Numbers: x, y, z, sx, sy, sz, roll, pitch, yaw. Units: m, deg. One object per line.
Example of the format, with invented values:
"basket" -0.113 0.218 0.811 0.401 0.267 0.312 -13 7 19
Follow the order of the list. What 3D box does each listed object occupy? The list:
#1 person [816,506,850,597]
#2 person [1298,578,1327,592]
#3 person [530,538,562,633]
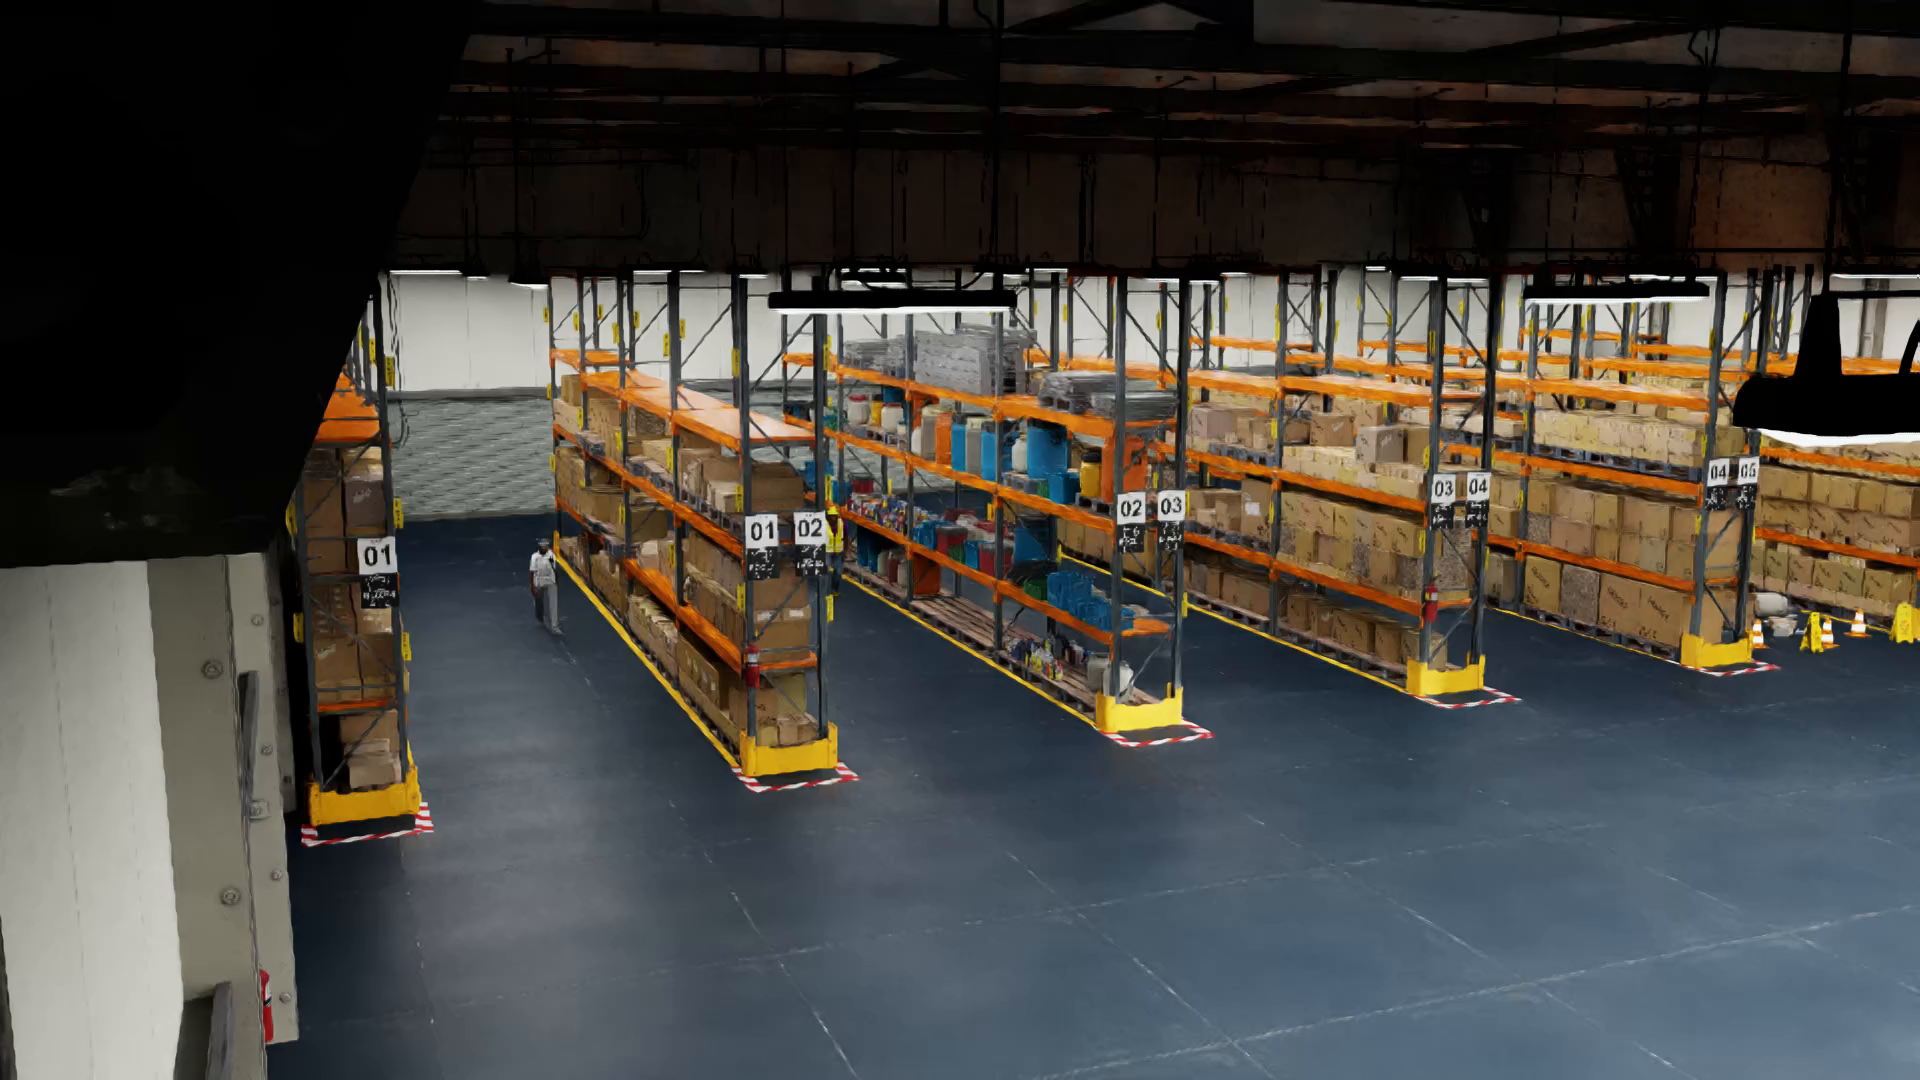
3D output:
"person" -2.361 0.216 30.514 0.719 1.714 0.578 -4 11 -23
"person" 6.652 0.141 31.103 0.500 1.625 0.989 -4 11 -23
"person" -6.947 0.728 27.791 0.454 1.589 1.088 -3 10 -19
